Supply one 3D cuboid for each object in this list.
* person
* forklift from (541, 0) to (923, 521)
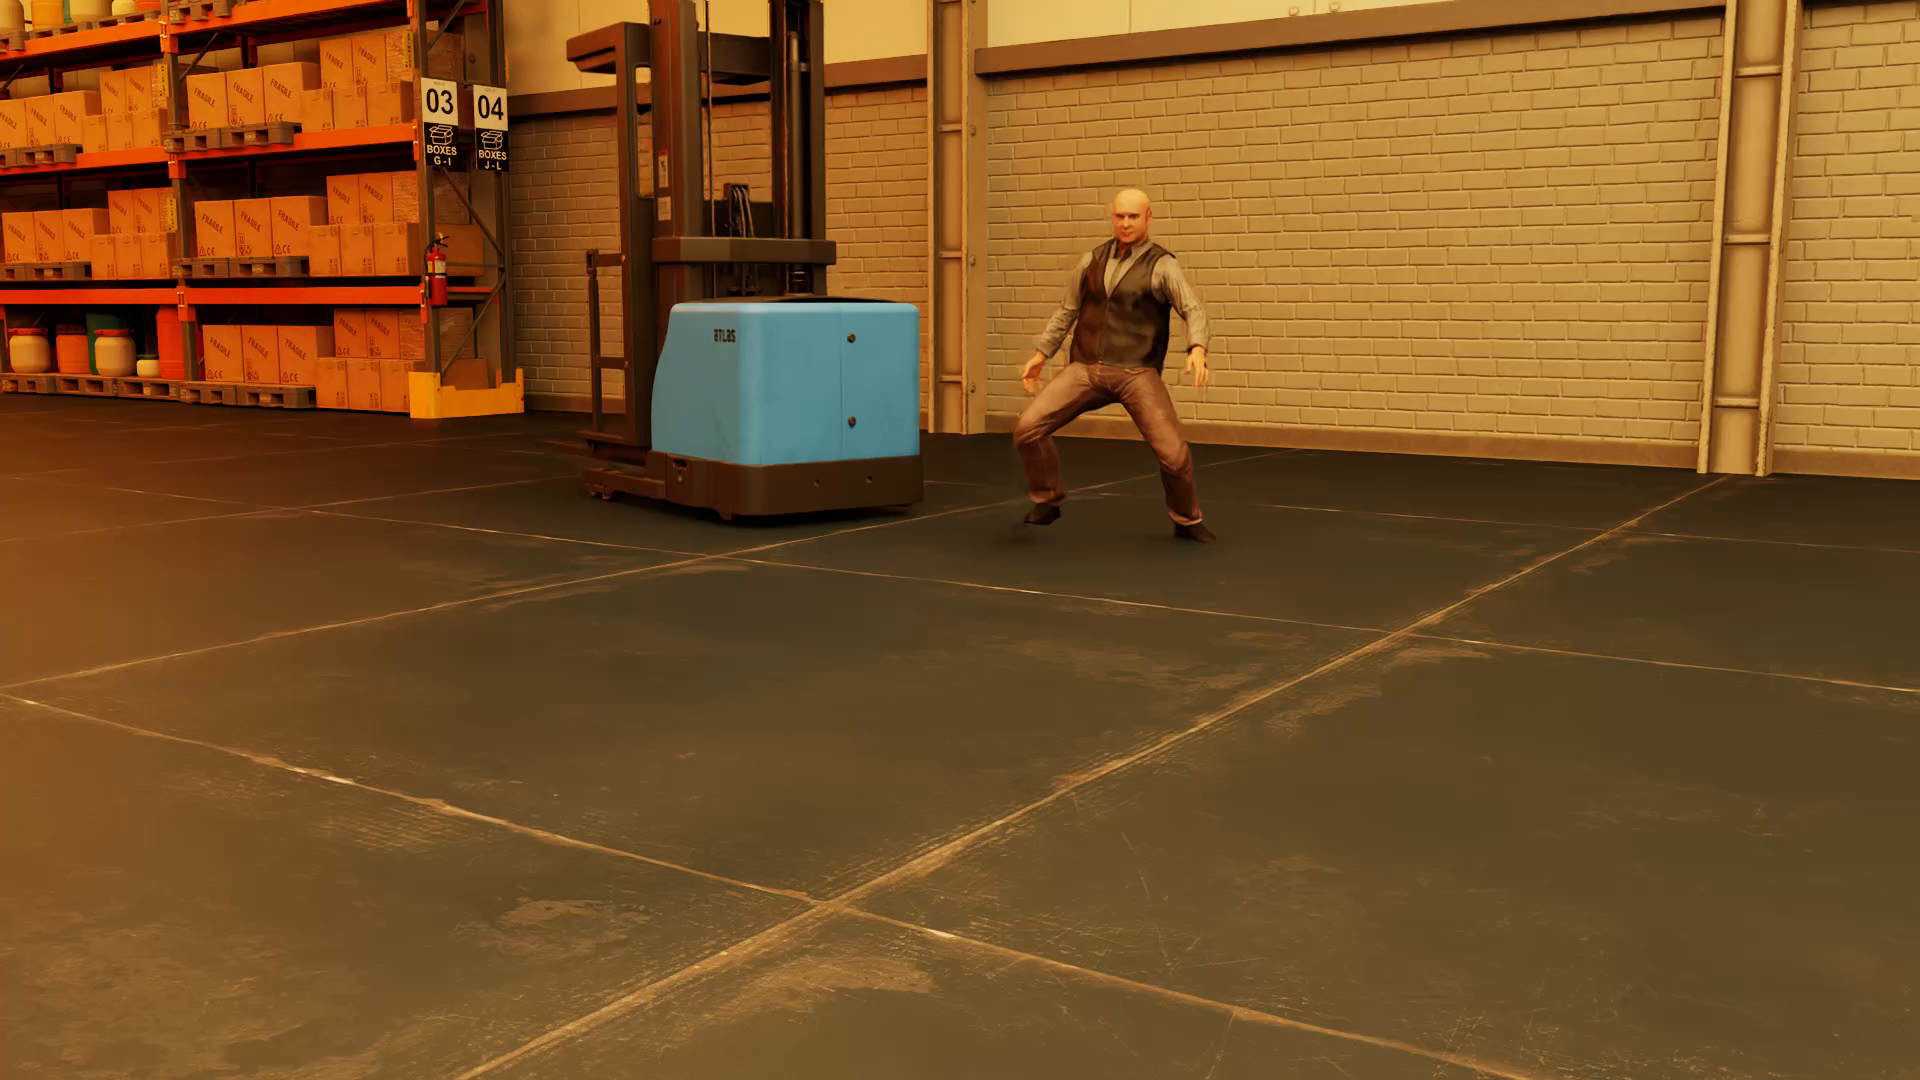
[{"bbox_3d":[0.730,-0.769,7.490,0.937,1.599,0.673,5,9,29],"label":"person"},{"bbox_3d":[-1.459,-1.704,9.175,1.130,2.935,3.031,-6,10,-35],"label":"forklift"}]
